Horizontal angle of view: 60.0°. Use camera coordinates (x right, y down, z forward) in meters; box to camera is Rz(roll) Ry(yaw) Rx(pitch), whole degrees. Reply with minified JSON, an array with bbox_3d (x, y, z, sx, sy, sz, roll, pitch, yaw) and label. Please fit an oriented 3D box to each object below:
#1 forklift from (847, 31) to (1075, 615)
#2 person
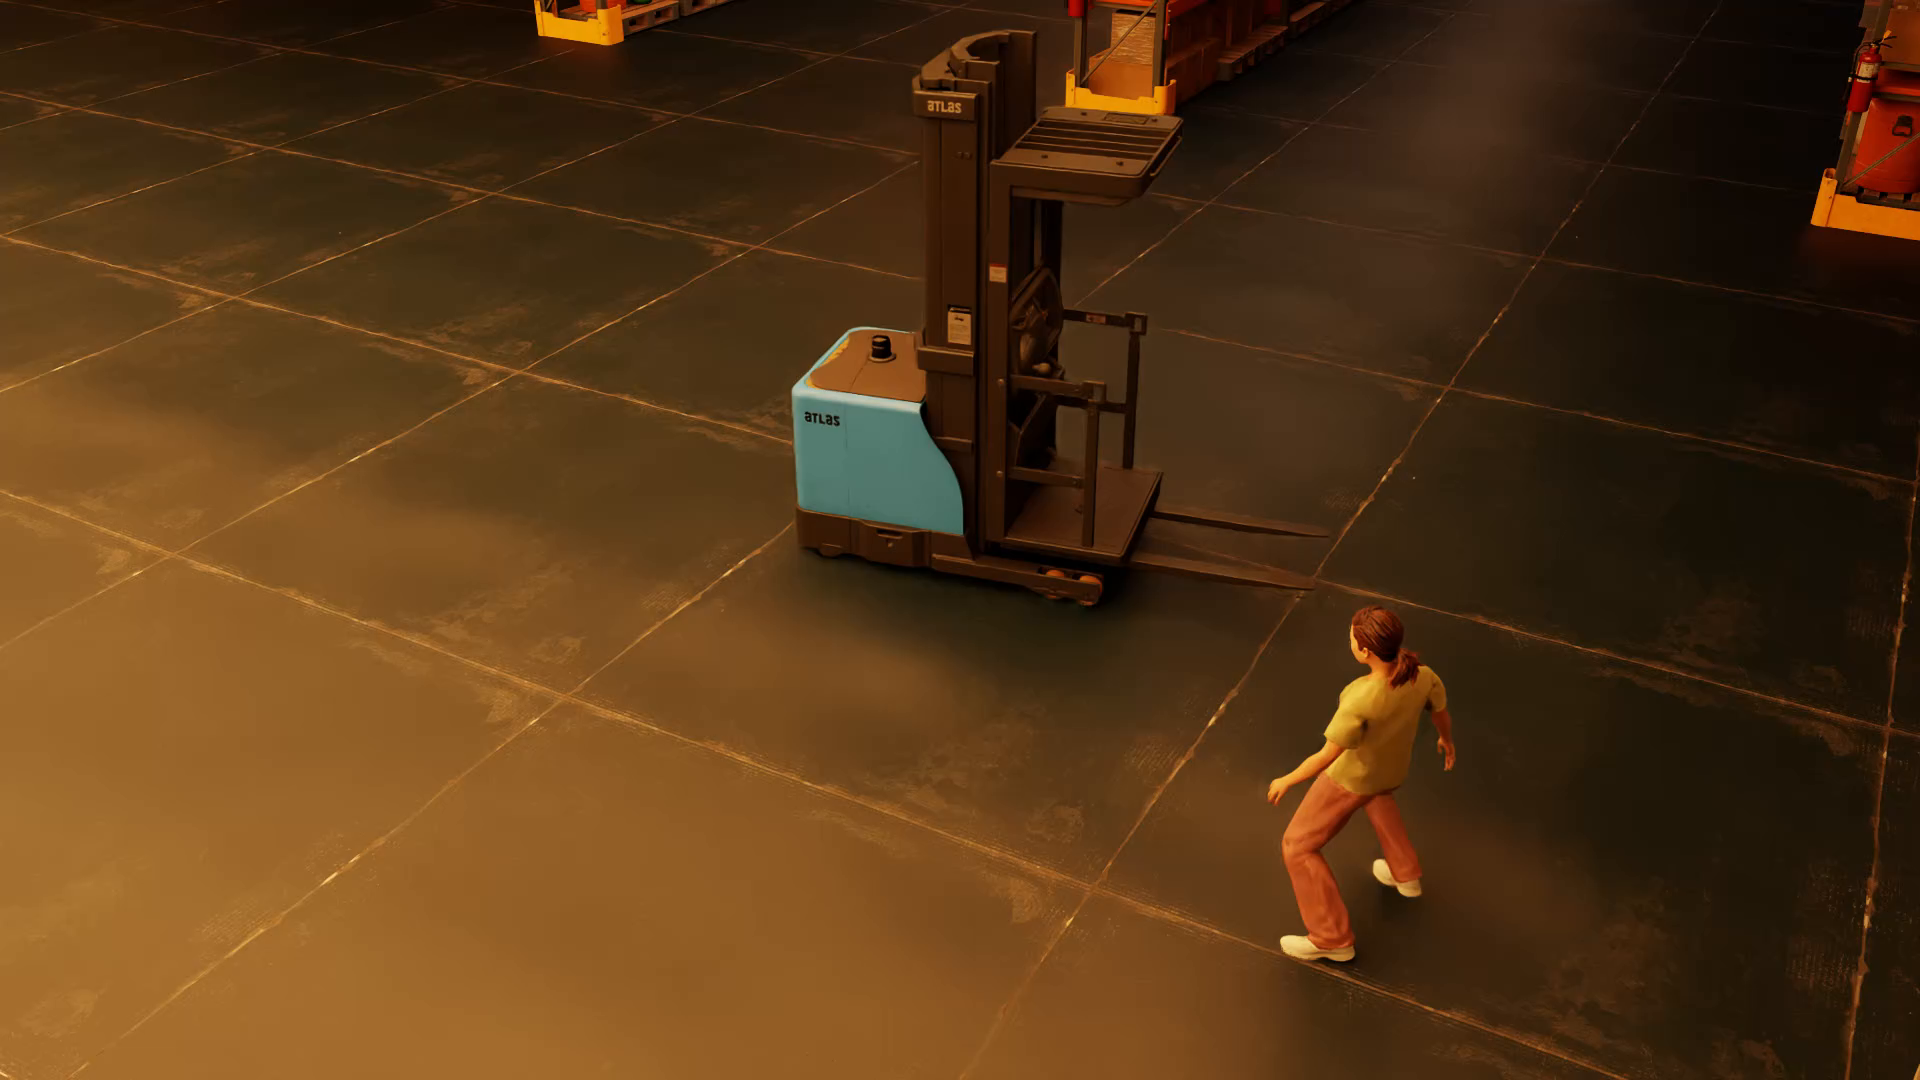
[{"bbox_3d":[0.072,-1.572,9.794,1.130,2.935,3.031,3,30,6],"label":"forklift"},{"bbox_3d":[1.841,0.960,6.603,0.577,1.601,0.373,-13,32,-21],"label":"person"}]
